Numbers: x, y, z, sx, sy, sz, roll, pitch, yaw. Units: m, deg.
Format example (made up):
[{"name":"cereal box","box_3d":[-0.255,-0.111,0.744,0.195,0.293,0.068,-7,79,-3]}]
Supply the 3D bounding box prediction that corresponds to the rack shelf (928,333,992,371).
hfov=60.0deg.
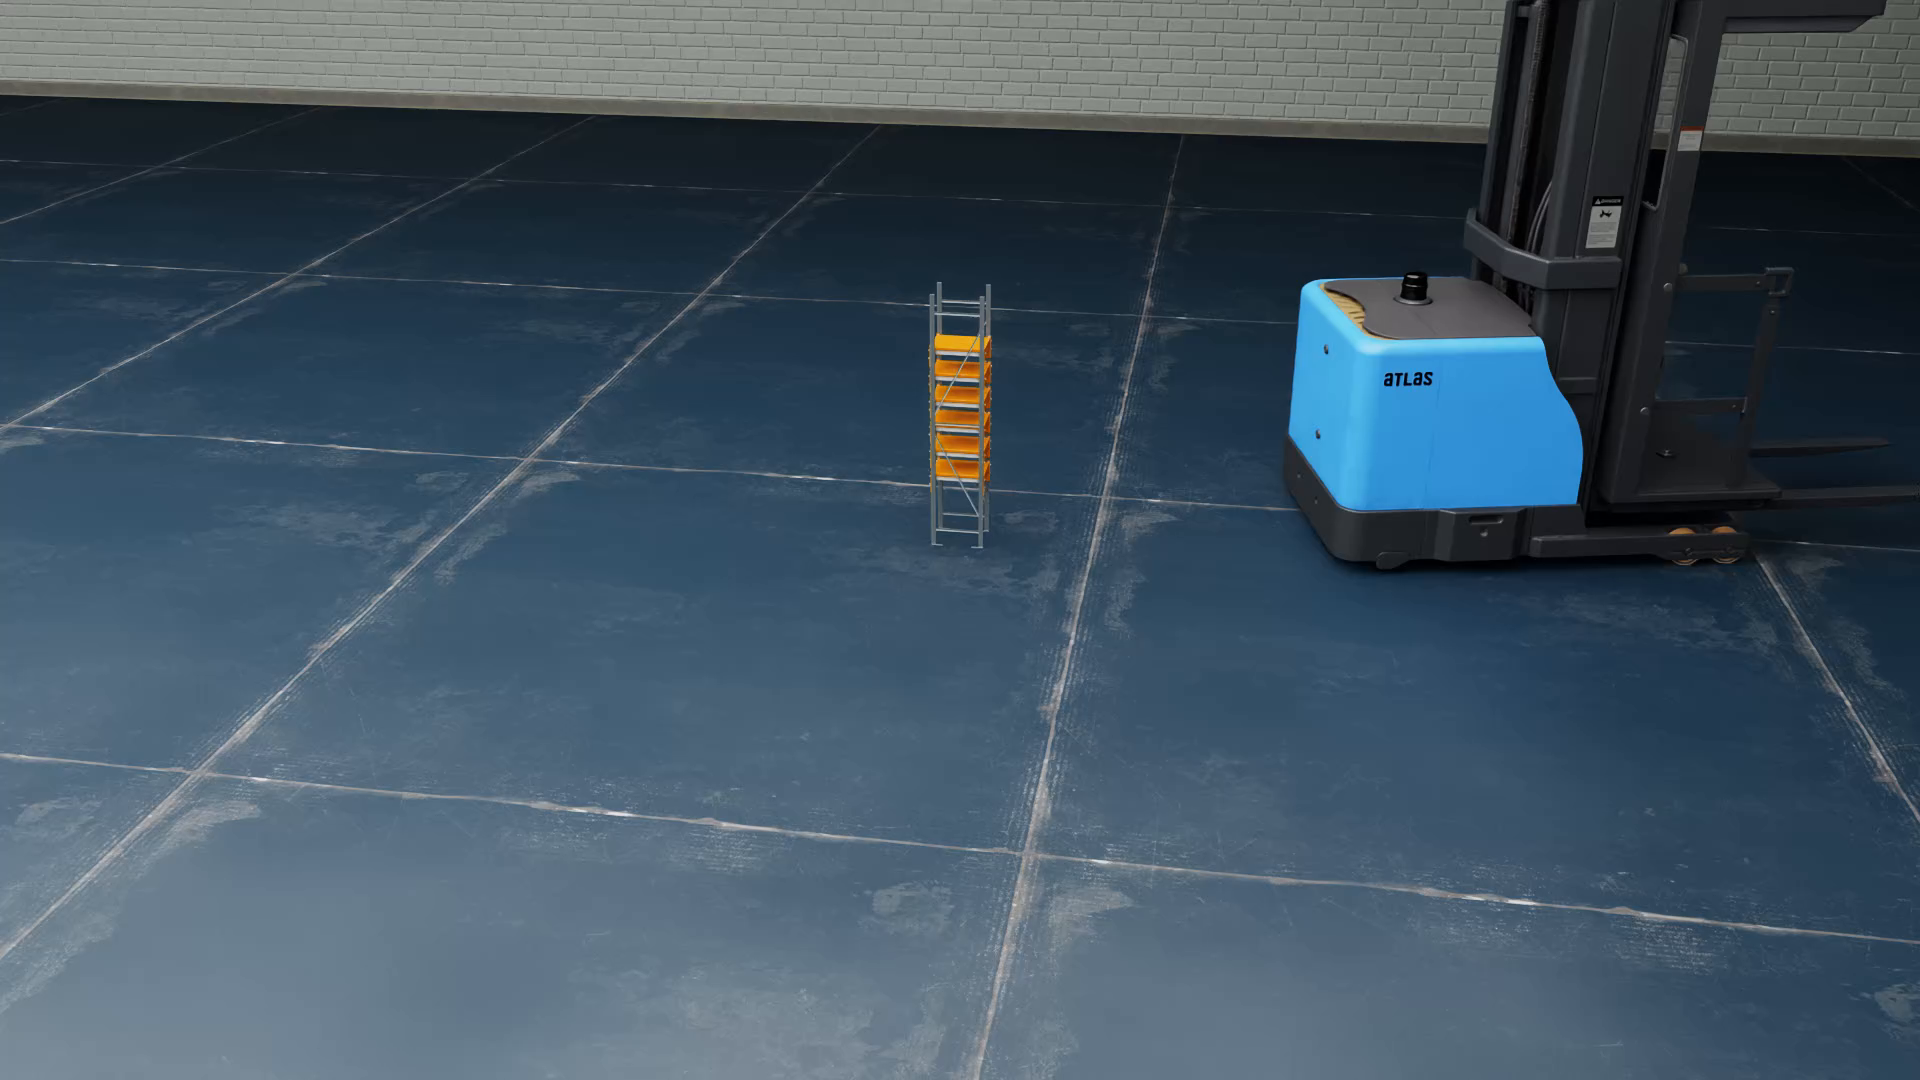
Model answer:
[{"name":"rack shelf","box_3d":[0.002,-0.835,7.375,0.258,0.103,0.180,4,25,9]}]

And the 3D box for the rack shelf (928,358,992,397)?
[{"name":"rack shelf","box_3d":[0.002,-0.727,7.426,0.258,0.103,0.180,4,25,9]}]

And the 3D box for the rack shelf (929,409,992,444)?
[{"name":"rack shelf","box_3d":[0.002,-0.509,7.527,0.258,0.103,0.180,4,25,9]}]

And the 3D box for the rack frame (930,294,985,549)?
[{"name":"rack frame","box_3d":[-0.013,-0.511,7.427,0.240,1.200,0.006,4,25,9]}]

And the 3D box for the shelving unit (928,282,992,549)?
[{"name":"shelving unit","box_3d":[0.002,-0.549,7.509,0.258,1.200,0.189,4,25,9]}]

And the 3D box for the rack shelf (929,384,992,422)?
[{"name":"rack shelf","box_3d":[0.002,-0.618,7.477,0.258,0.103,0.180,4,25,9]}]

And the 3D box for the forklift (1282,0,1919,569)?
[{"name":"forklift","box_3d":[3.137,-1.435,7.359,3.031,2.935,1.130,-2,25,-4]}]

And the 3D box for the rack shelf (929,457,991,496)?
[{"name":"rack shelf","box_3d":[0.002,-0.292,7.629,0.258,0.103,0.180,4,25,9]}]

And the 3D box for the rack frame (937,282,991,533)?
[{"name":"rack frame","box_3d":[0.017,-0.588,7.590,0.240,1.200,0.006,4,25,9]}]

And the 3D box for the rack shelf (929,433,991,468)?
[{"name":"rack shelf","box_3d":[0.002,-0.401,7.578,0.258,0.103,0.180,4,25,9]}]
